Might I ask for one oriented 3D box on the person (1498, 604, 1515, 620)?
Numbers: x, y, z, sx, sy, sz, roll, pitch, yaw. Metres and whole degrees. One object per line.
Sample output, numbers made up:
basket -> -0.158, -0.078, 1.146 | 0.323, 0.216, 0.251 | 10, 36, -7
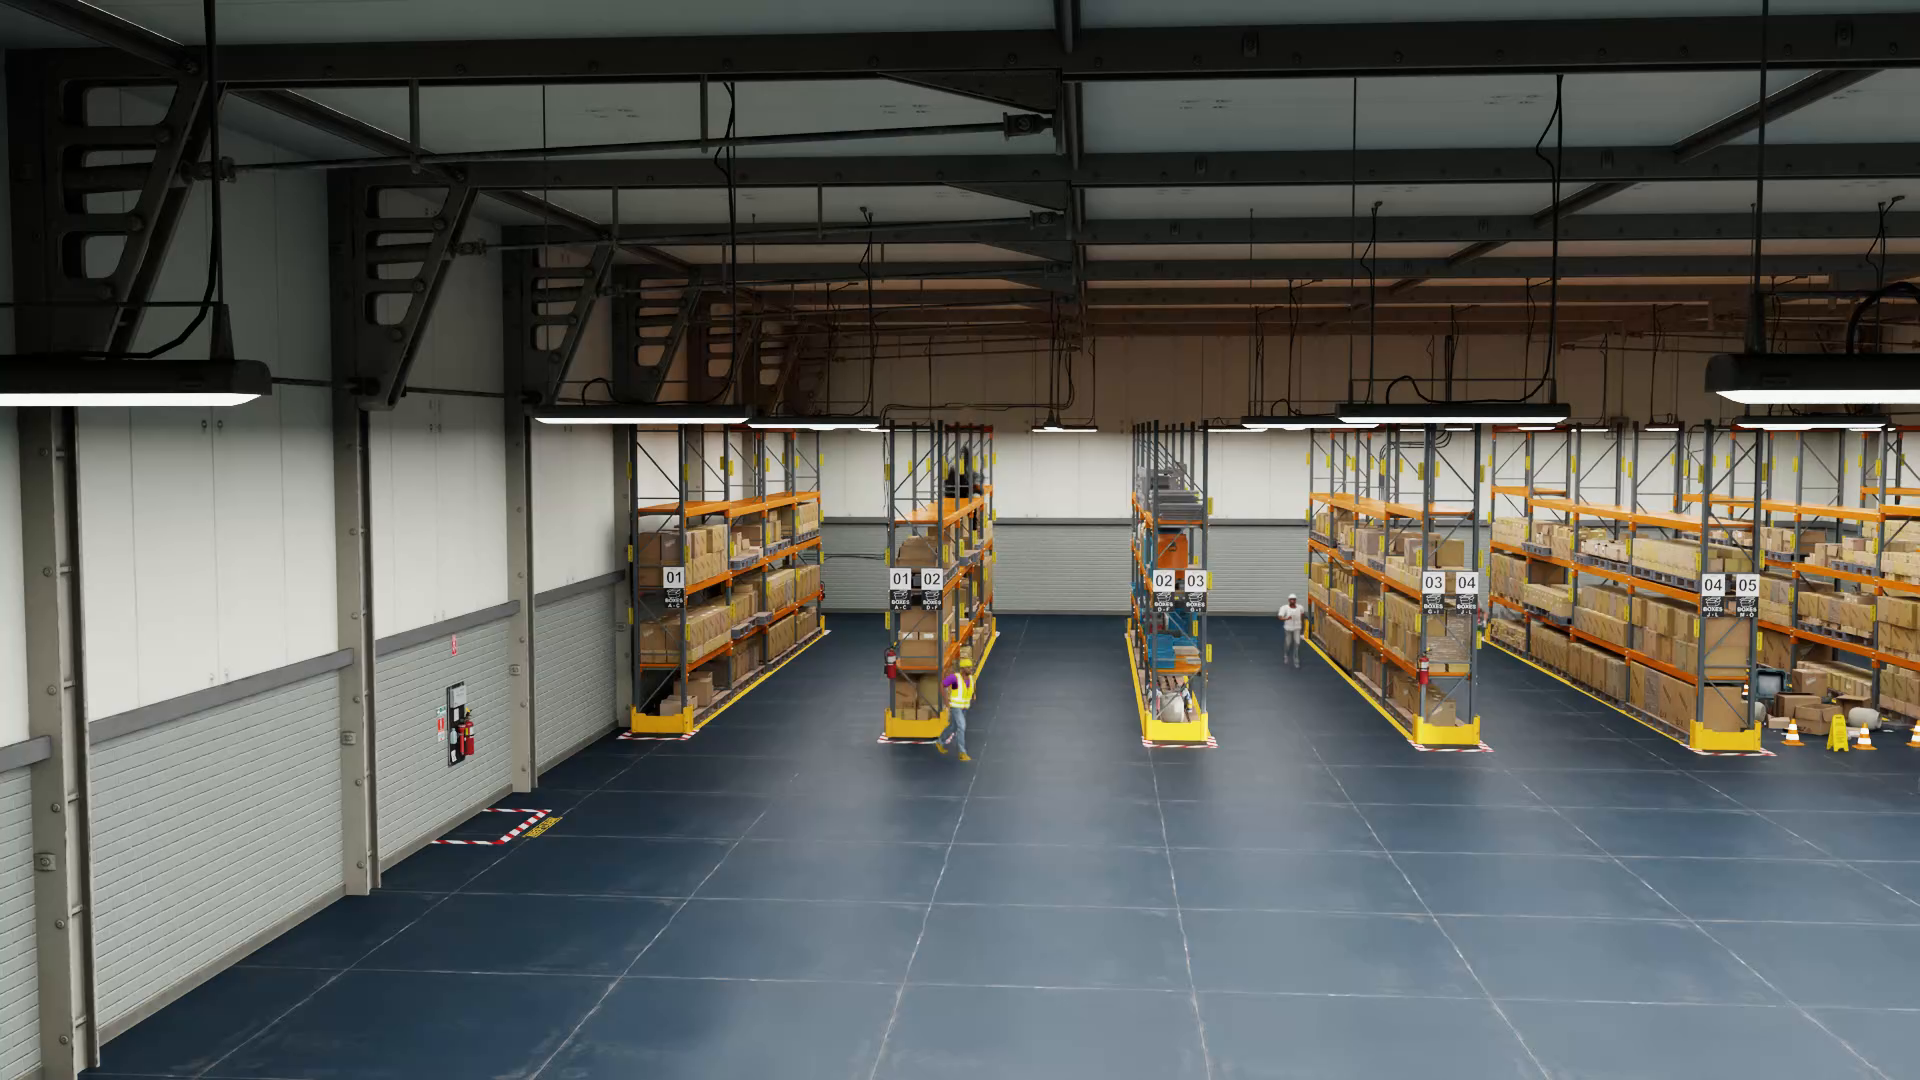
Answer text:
person -> 15.551, 1.831, 47.382 | 0.956, 1.774, 0.684 | 2, 4, 33

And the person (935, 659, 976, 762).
person -> -0.030, 2.980, 29.516 | 0.967, 1.755, 0.703 | 3, 5, 40

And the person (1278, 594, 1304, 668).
person -> 8.195, 2.238, 41.097 | 0.689, 1.841, 0.810 | 0, 4, 2

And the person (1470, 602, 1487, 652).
person -> 13.093, 2.165, 42.471 | 0.702, 1.742, 0.637 | 1, 4, 11
